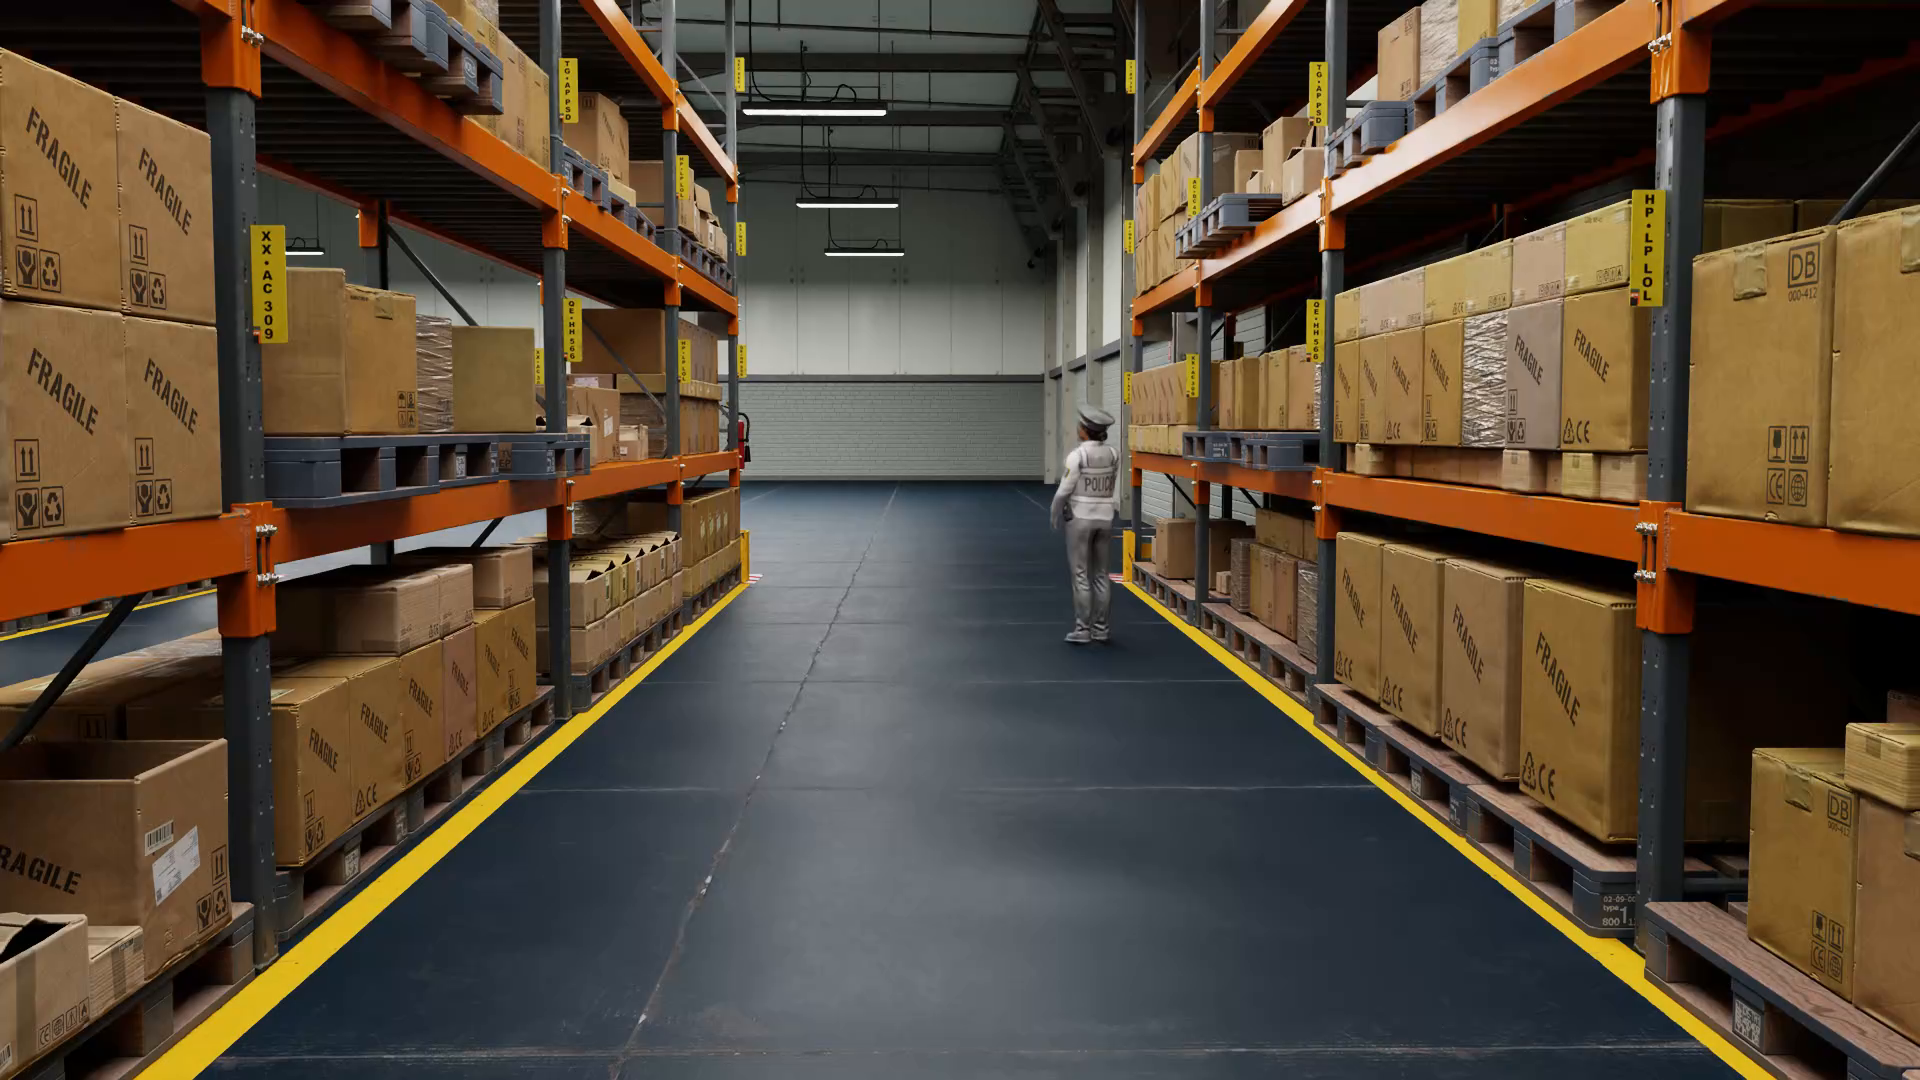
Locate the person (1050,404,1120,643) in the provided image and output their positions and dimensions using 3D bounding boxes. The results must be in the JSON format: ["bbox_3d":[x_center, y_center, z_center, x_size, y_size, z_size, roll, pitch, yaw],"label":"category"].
[{"bbox_3d":[0.900,-0.112,11.841,0.527,1.703,0.514,-3,5,-34],"label":"person"}]
